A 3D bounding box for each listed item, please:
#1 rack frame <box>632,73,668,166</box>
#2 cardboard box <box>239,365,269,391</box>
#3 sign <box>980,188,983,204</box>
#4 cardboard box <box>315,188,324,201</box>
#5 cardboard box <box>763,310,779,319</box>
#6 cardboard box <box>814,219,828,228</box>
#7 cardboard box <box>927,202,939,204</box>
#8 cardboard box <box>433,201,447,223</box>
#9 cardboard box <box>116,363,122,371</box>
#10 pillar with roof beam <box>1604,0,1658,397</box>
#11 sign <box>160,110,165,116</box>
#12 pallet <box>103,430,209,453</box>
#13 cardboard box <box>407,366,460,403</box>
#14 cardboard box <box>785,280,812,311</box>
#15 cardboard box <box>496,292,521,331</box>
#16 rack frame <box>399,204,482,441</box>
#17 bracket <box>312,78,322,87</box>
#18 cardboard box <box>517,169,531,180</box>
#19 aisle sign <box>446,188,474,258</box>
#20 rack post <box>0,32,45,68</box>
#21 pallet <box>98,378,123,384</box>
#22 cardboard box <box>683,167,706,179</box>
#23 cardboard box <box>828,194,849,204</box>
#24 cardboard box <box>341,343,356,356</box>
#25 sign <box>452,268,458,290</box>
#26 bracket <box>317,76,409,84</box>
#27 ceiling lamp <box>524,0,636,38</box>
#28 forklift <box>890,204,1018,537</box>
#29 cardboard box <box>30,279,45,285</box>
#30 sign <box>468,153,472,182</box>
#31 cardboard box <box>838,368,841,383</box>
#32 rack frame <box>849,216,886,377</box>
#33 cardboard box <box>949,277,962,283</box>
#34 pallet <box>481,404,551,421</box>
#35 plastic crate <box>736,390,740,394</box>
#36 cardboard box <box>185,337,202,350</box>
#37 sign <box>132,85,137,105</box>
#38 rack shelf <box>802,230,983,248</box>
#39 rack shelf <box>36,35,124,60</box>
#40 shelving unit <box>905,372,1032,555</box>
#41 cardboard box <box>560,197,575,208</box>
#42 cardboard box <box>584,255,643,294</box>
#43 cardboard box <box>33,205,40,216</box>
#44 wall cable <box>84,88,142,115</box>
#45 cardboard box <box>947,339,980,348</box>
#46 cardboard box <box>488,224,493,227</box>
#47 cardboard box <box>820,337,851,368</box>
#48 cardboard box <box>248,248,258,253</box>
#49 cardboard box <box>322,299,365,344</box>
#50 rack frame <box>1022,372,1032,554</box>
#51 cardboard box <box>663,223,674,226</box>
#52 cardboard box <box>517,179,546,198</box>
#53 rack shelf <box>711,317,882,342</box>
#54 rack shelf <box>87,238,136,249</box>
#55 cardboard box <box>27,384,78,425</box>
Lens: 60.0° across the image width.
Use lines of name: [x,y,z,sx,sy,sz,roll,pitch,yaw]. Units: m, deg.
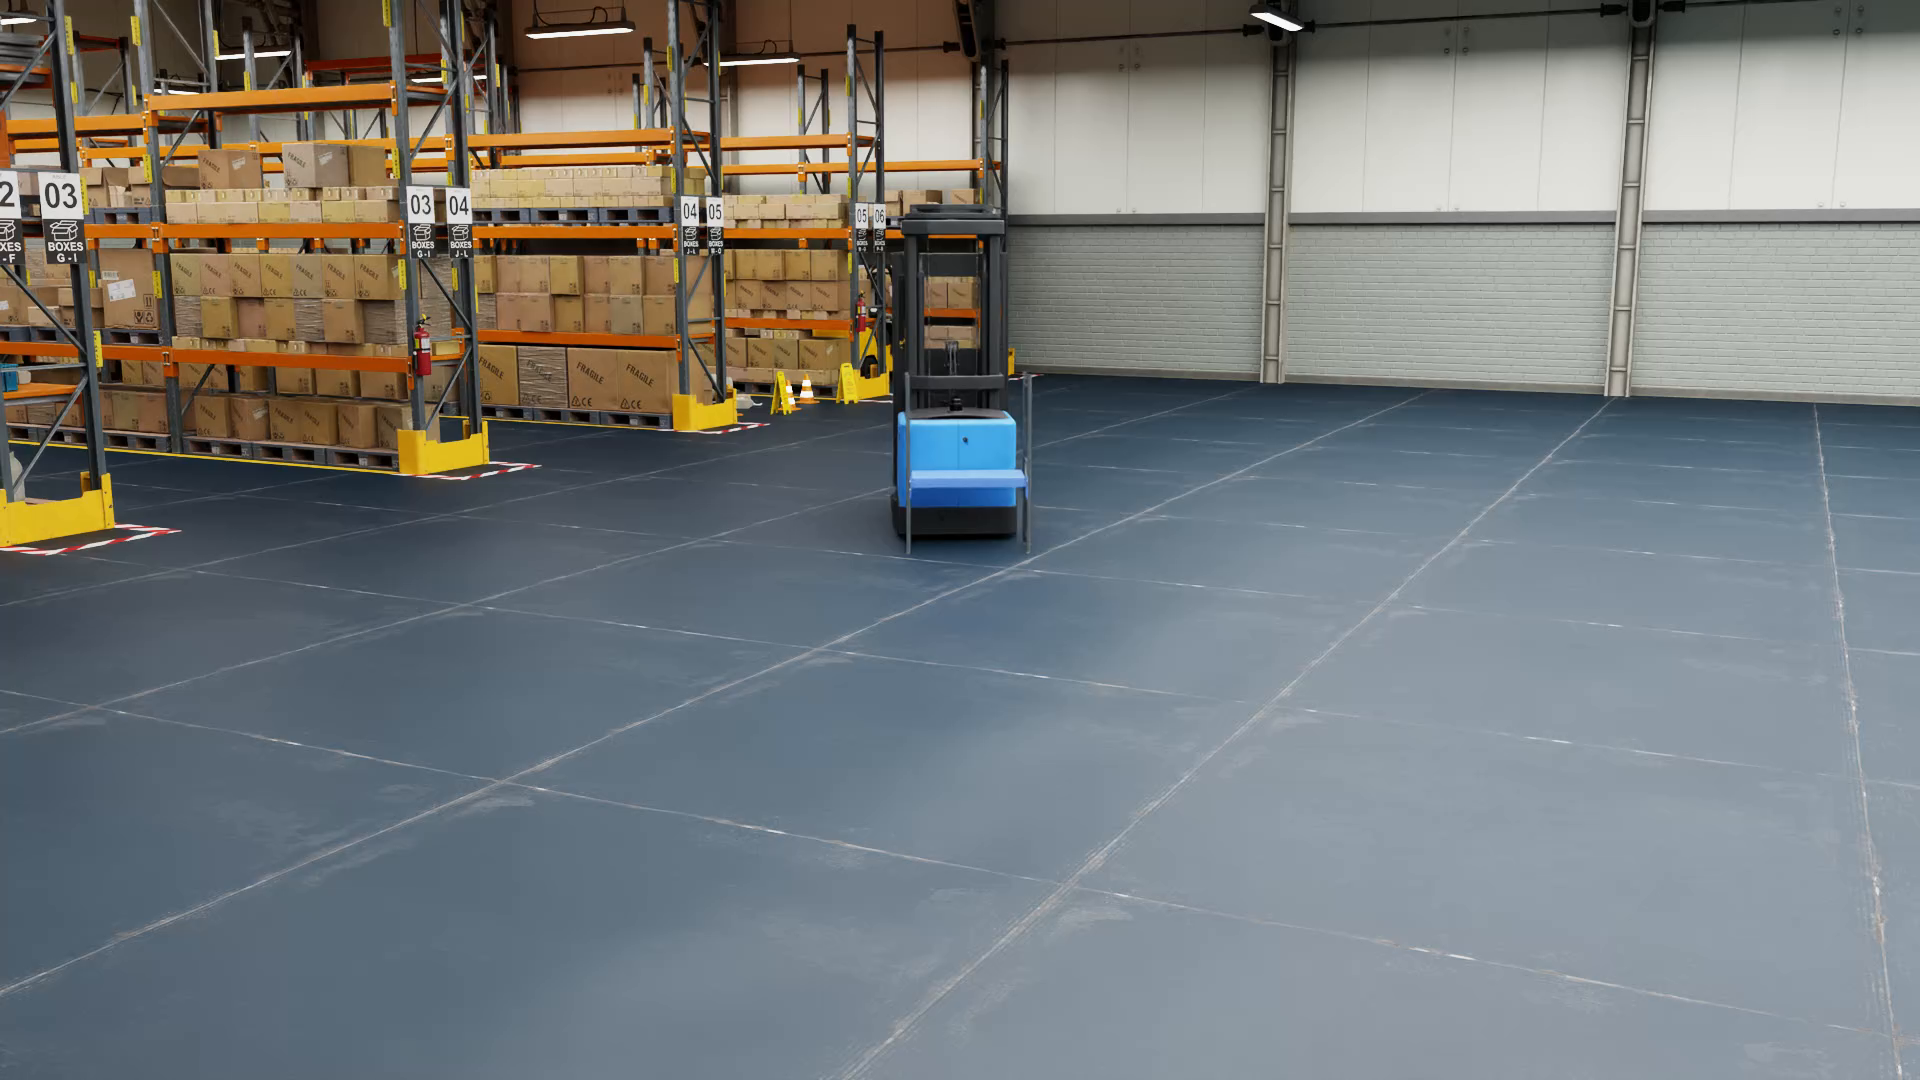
rack frame: [-6.517,-8.265,35.129,0.127,3.000,1.000,5,11,26]
cardboard box: [-11.516,-2.708,27.110,0.500,0.500,0.500,5,11,26]
sign: [0.404,-6.470,31.369,0.005,0.325,0.100,5,11,26]
cardboard box: [-7.186,-3.976,19.155,0.250,0.149,0.380,5,11,26]
cardboard box: [-3.144,-3.851,28.290,0.250,0.149,0.380,5,11,25]
cardboard box: [-2.217,-5.240,27.542,0.250,0.149,0.380,5,11,26]
cardboard box: [-0.448,-6.385,32.082,0.258,0.266,0.396,5,11,26]
cardboard box: [-6.238,-3.788,19.237,0.500,0.250,0.500,5,12,28]
cardboard box: [-14.580,-3.066,29.241,0.250,0.149,0.380,6,12,28]
pillar with roof beam: [9.288,-6.200,23.721,0.548,9.000,9.100,5,11,26]
sign: [-16.136,-8.552,33.646,0.005,0.325,0.100,5,11,26]
pallet: [-10.207,-1.311,21.381,1.213,0.211,1.003,5,11,26]
cardboard box: [-7.819,-2.540,25.482,0.750,0.750,1.050,5,11,26]
cardboard box: [-2.592,-4.124,27.978,0.500,0.500,0.500,5,11,26]
cardboard box: [-6.383,-3.413,24.745,0.550,0.550,0.875,5,11,26]
rack frame: [-5.921,-2.307,19.053,0.127,3.000,1.000,5,11,26]
bracket: [-15.496,-10.934,39.767,0.430,0.232,0.235,5,11,26]
cardboard box: [-6.131,-5.244,23.865,0.250,0.149,0.380,5,11,26]
aisle sign: [-5.732,-3.629,19.060,0.004,0.787,0.394,5,11,26]
rack post: [-8.734,-4.302,14.634,0.954,0.300,0.937,6,12,32]
pallet: [-15.015,-2.712,29.121,1.213,0.211,1.003,5,11,26]
cardboard box: [-3.794,-5.169,23.450,0.250,0.149,0.380,5,11,26]
cardboard box: [-1.970,-5.614,27.369,0.250,0.149,0.380,5,11,26]
cardboard box: [-6.956,-2.226,19.313,0.250,0.149,0.380,5,11,26]
sign: [-7.454,-3.850,24.549,0.005,0.325,0.100,5,11,26]
bracket: [-13.170,-10.729,38.638,4.783,0.066,0.076,5,11,26]
ceiling lamp: [-5.969,-9.670,26.500,2.000,3.185,0.800,5,11,26]
forklift: [-0.105,-1.690,15.840,1.130,2.935,3.031,-1,10,-4]
cardboard box: [-15.866,-4.306,28.982,0.500,0.500,0.500,5,11,26]
sign: [-5.681,-4.300,19.187,0.005,0.325,0.100,5,11,26]
cardboard box: [-2.137,-2.851,28.601,0.500,0.250,0.500,5,11,25]
rack frame: [-1.536,-3.890,27.798,0.127,3.000,1.000,5,11,26]
cardboard box: [-0.020,-5.049,32.102,0.250,0.149,0.380,5,12,27]
pallet: [-6.575,-1.962,24.976,1.213,0.211,1.003,5,11,26]
plastic crate: [-4.078,-2.513,28.393,0.583,0.080,0.402,1,10,6]
cardboard box: [-9.230,-2.412,20.338,0.250,0.149,0.380,5,11,26]
sign: [-14.157,-7.615,28.472,0.005,0.325,0.100,5,11,26]
rack shelf: [-1.137,-5.962,32.848,4.000,0.370,1.077,5,11,26]
rack shelf: [-16.191,-8.428,28.716,4.000,0.370,1.077,5,11,26]
shelving unit: [0.062,-0.662,14.174,1.048,1.500,0.538,0,10,-3]
cardboard box: [-5.451,-4.792,23.605,0.250,0.149,0.380,5,11,27]
cardboard box: [-4.927,-3.826,23.994,0.550,0.550,0.875,5,11,26]
cardboard box: [-11.861,-4.182,21.414,0.500,0.250,0.500,5,12,27]
wall cable: [-19.509,-9.086,39.560,0.133,3.039,2.988,5,11,26]
cardboard box: [0.082,-3.771,32.279,0.500,0.250,0.500,5,11,25]
cardboard box: [-8.503,-5.820,30.750,0.250,0.149,0.380,5,11,26]
cardboard box: [-2.159,-3.222,28.544,0.500,0.500,0.500,5,11,24]
cardboard box: [-14.060,-5.797,33.427,0.250,0.149,0.380,5,11,26]
cardboard box: [-6.903,-2.570,19.393,0.500,0.500,0.875,5,11,26]
rack frame: [0.570,-0.666,14.199,0.032,1.500,0.500,0,10,-3]
cardboard box: [-4.950,-5.493,28.939,0.250,0.149,0.380,5,11,25]
cardboard box: [-6.002,-5.048,23.904,0.500,0.250,0.500,5,11,25]
rack shelf: [-3.329,-3.693,28.733,4.000,0.370,1.077,5,11,26]
rack shelf: [-16.191,-5.316,29.279,4.000,0.370,1.077,5,11,26]
cardboard box: [-11.982,-1.832,22.216,0.500,0.500,0.700,4,11,21]
